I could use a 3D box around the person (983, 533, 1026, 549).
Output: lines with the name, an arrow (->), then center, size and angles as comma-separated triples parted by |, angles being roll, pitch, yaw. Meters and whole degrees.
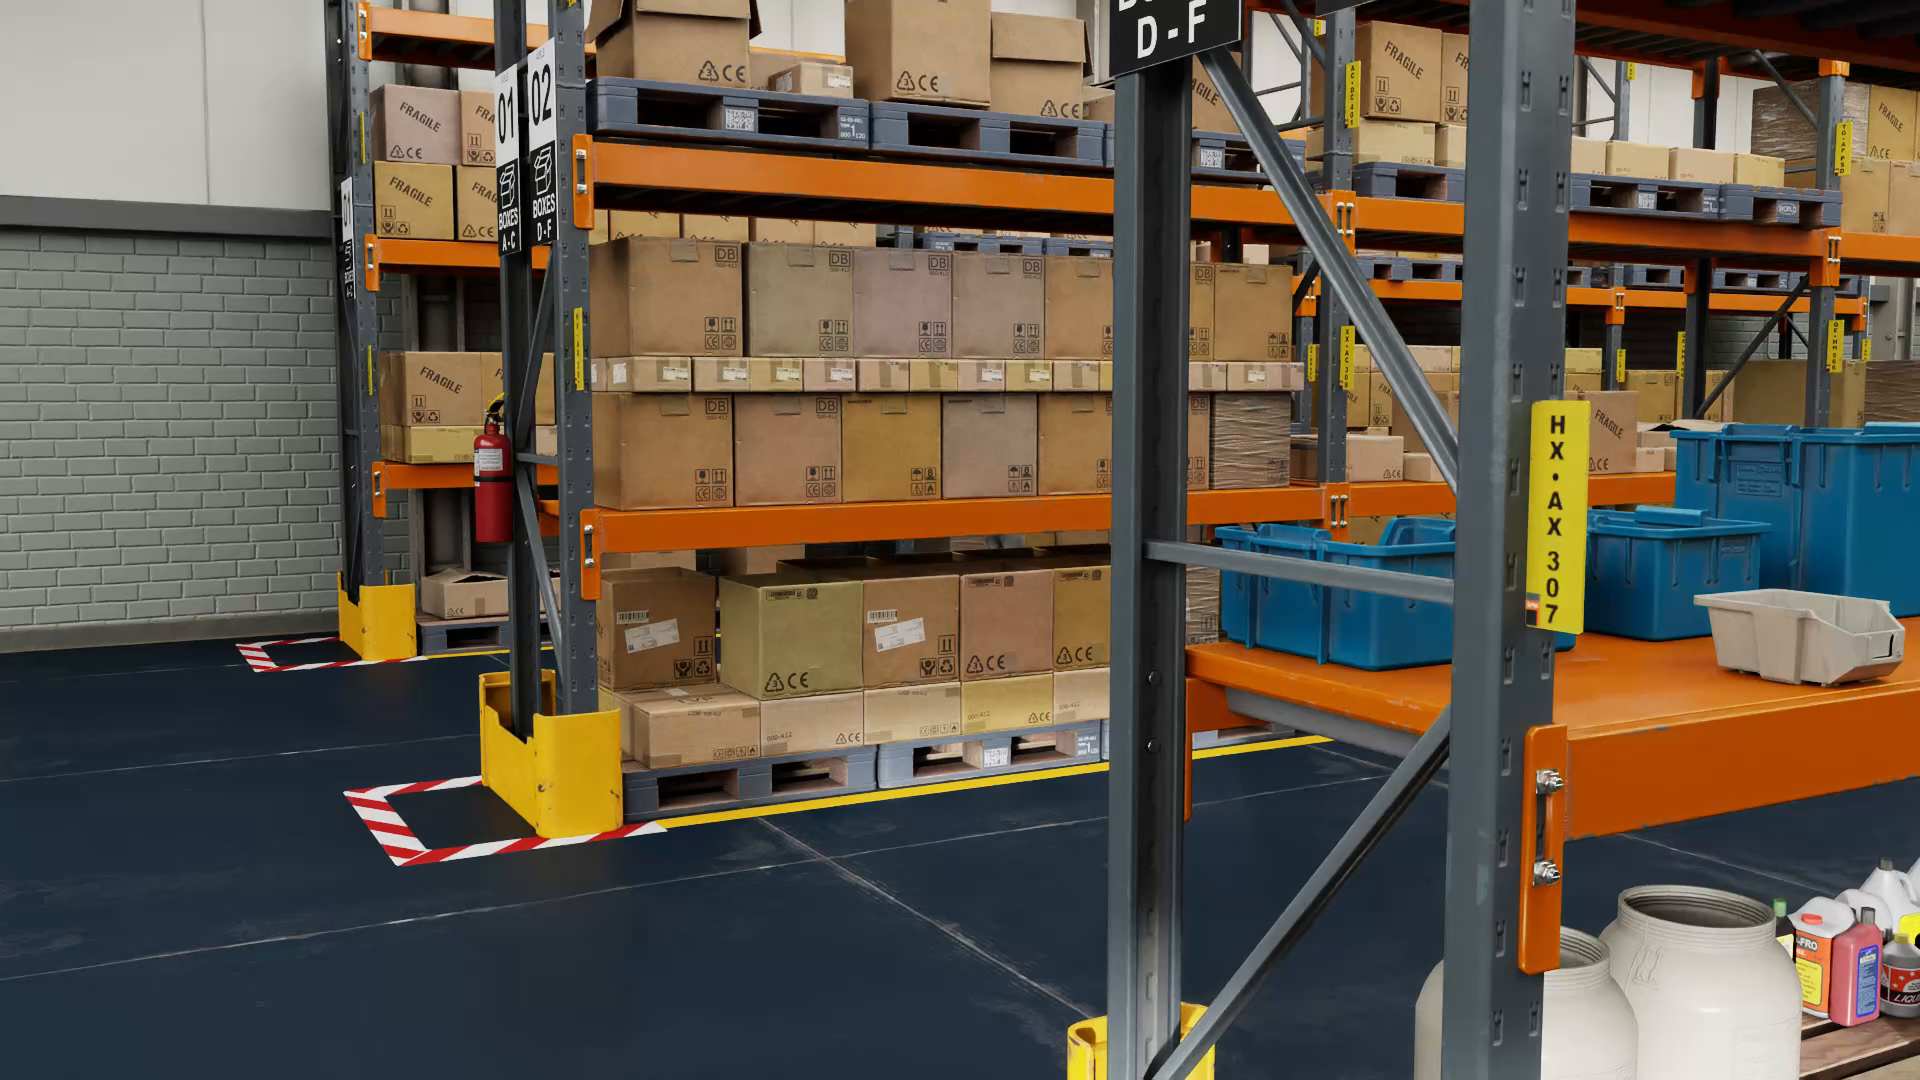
person -> 0.311, -0.083, 12.378 | 0.340, 1.564, 0.417 | -4, 7, -40
